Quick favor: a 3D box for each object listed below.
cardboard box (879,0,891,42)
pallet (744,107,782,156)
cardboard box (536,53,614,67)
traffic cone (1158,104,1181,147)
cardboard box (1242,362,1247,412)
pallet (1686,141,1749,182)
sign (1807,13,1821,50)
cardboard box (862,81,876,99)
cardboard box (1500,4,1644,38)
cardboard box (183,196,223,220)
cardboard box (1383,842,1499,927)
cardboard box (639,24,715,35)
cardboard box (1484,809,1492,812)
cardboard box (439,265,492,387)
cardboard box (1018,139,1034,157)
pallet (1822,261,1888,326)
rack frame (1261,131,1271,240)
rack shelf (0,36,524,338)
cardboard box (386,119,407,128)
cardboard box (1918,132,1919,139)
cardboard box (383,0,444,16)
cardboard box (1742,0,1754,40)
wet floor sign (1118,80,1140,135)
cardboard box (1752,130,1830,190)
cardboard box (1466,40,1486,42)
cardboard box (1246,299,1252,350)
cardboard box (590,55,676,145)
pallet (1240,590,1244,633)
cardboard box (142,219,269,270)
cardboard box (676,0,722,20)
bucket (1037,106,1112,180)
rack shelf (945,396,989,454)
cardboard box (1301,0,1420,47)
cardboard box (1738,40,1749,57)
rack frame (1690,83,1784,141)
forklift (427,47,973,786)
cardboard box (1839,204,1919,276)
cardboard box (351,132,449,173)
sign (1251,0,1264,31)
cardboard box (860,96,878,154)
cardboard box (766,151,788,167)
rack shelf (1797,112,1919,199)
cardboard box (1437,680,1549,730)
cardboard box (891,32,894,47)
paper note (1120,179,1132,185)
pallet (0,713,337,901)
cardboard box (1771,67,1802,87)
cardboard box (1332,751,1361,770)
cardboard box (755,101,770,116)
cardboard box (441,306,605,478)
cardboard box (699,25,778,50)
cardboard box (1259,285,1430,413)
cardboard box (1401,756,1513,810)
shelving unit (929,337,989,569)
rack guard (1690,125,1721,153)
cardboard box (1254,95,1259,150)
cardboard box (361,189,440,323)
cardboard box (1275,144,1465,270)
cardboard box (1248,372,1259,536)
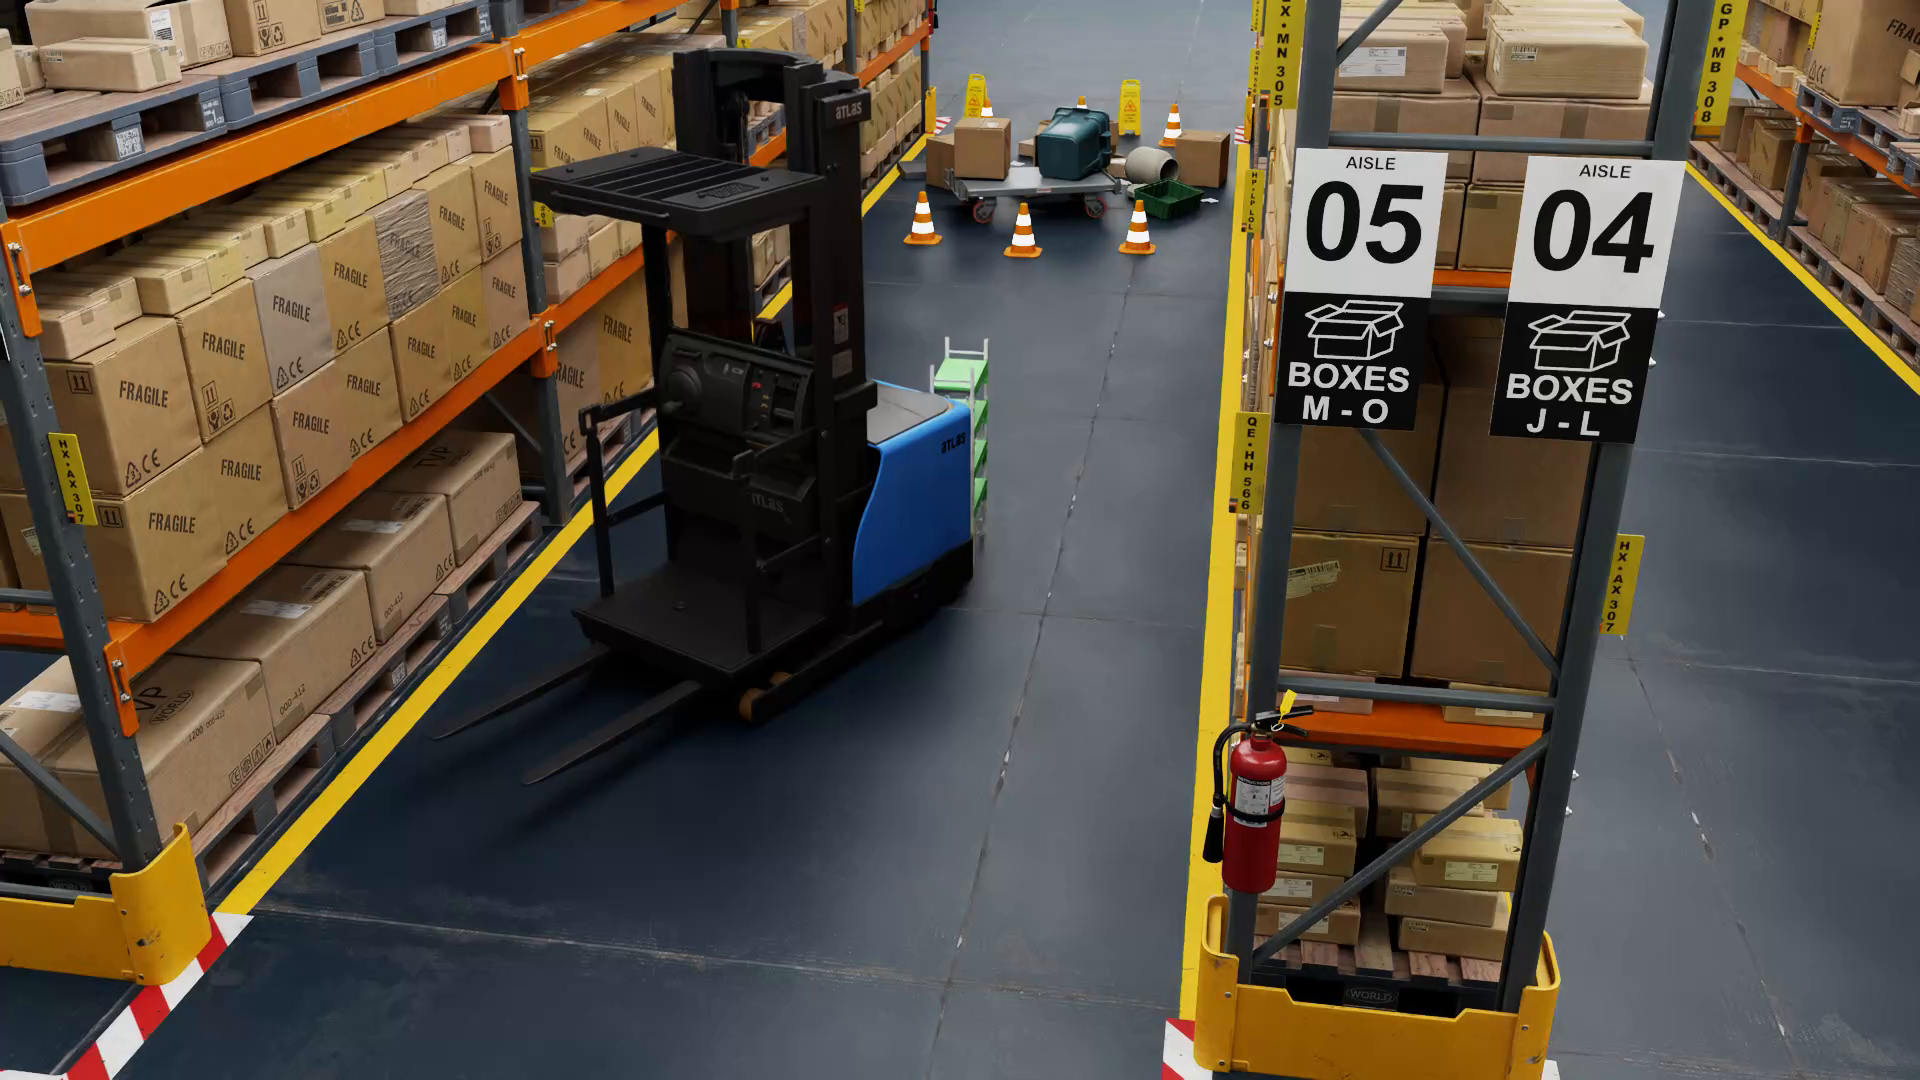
[{"bbox_3d":[-1.032,-5.597,17.701,0.500,0.500,0.500,4,25,8],"label":"cardboard box"},{"bbox_3d":[-2.175,-3.378,13.654,1.213,0.211,1.003,4,25,9],"label":"pallet"},{"bbox_3d":[-2.680,-3.044,11.419,0.500,0.500,0.500,5,25,10],"label":"cardboard box"},{"bbox_3d":[2.533,-4.932,19.740,0.336,0.463,0.334,4,25,9],"label":"traffic cone"},{"bbox_3d":[2.016,-0.785,10.342,0.500,0.500,0.500,3,25,7],"label":"cardboard box"},{"bbox_3d":[8.718,-4.186,18.445,1.003,0.211,1.213,4,25,9],"label":"pallet"},{"bbox_3d":[7.707,-4.572,14.958,0.100,0.325,0.005,4,25,9],"label":"sign"},{"bbox_3d":[-1.090,-4.687,17.322,0.380,0.149,0.250,4,25,9],"label":"cardboard box"},{"bbox_3d":[1.859,-1.544,5.088,0.380,0.149,0.250,4,25,8],"label":"cardboard box"},{"bbox_3d":[-3.417,-1.415,7.172,0.380,0.149,0.250,5,26,10],"label":"cardboard box"},{"bbox_3d":[1.745,1.252,6.053,0.380,0.149,0.250,5,26,11],"label":"cardboard box"},{"bbox_3d":[-2.313,-3.956,13.698,0.500,0.500,0.500,4,25,8],"label":"cardboard box"},{"bbox_3d":[1.953,1.073,6.788,0.380,0.149,0.250,4,25,9],"label":"cardboard box"},{"bbox_3d":[-2.743,-1.104,8.453,0.500,0.500,0.500,3,25,7],"label":"cardboard box"},{"bbox_3d":[0.900,-4.526,19.244,0.380,0.149,0.250,19,31,35],"label":"cardboard box"},{"bbox_3d":[7.921,-2.045,13.870,1.003,0.211,1.213,4,25,9],"label":"pallet"},{"bbox_3d":[2.060,-1.185,8.744,1.000,3.000,0.127,4,25,9],"label":"rack frame"},{"bbox_3d":[-3.167,-1.682,7.116,1.077,0.370,4.000,4,25,9],"label":"rack shelf"},{"bbox_3d":[-3.148,-2.164,8.772,0.380,0.149,0.250,4,25,8],"label":"cardboard box"},{"bbox_3d":[7.632,-3.177,12.386,0.700,0.500,0.500,8,26,16],"label":"cardboard box"},{"bbox_3d":[-2.672,-2.567,7.840,0.380,0.149,0.250,5,25,10],"label":"cardboard box"},{"bbox_3d":[8.817,-5.553,17.606,0.875,0.500,0.500,4,25,9],"label":"cardboard box"},{"bbox_3d":[2.072,-5.287,20.285,0.267,0.644,0.232,0,25,-1],"label":"wet floor sign"},{"bbox_3d":[8.459,-3.873,16.940,0.500,0.500,0.500,2,25,4],"label":"cardboard box"},{"bbox_3d":[1.913,-1.624,5.730,0.500,0.250,0.500,4,25,9],"label":"cardboard box"},{"bbox_3d":[2.102,-1.348,10.661,0.500,0.250,0.500,3,25,6],"label":"cardboard box"},{"bbox_3d":[-2.176,-3.000,11.325,0.500,0.500,0.500,4,25,9],"label":"cardboard box"},{"bbox_3d":[1.985,0.361,8.730,1.003,0.211,1.213,4,25,9],"label":"pallet"},{"bbox_3d":[-3.019,-1.175,6.659,0.380,0.149,0.250,4,25,9],"label":"cardboard box"},{"bbox_3d":[-2.197,-4.527,14.154,0.380,0.149,0.250,3,25,6],"label":"cardboard box"},{"bbox_3d":[1.115,-3.954,16.727,0.726,0.611,0.620,13,38,26],"label":"bucket"},{"bbox_3d":[-0.003,-0.647,9.302,0.258,0.148,0.480,4,25,9],"label":"rack shelf"},{"bbox_3d":[1.285,-1.691,5.404,0.380,0.149,0.250,4,25,9],"label":"cardboard box"},{"bbox_3d":[8.432,-5.185,17.586,0.380,0.149,0.250,4,25,9],"label":"cardboard box"},{"bbox_3d":[8.898,-5.818,18.642,1.000,3.000,0.127,4,25,9],"label":"rack frame"},{"bbox_3d":[-1.204,-0.692,7.771,1.130,2.935,3.031,17,30,32],"label":"forklift"},{"bbox_3d":[7.935,-2.525,14.036,0.700,0.500,0.500,2,25,4],"label":"cardboard box"},{"bbox_3d":[-2.777,-1.921,8.253,0.380,0.149,0.250,4,25,9],"label":"cardboard box"},{"bbox_3d":[2.819,-4.997,15.773,0.100,0.325,0.005,4,25,9],"label":"sign"},{"bbox_3d":[-1.170,-4.345,17.357,0.500,0.500,0.500,5,26,11],"label":"cardboard box"},{"bbox_3d":[-1.616,-3.613,16.534,0.950,0.372,0.625,4,25,9],"label":"cardboard box"},{"bbox_3d":[7.917,-2.983,13.434,1.077,0.370,4.000,4,25,9],"label":"rack shelf"},{"bbox_3d":[1.782,0.488,5.465,0.380,0.149,0.250,4,25,8],"label":"cardboard box"},{"bbox_3d":[-0.933,-5.470,18.193,0.380,0.149,0.250,4,25,8],"label":"cardboard box"},{"bbox_3d":[1.784,-3.878,18.008,0.172,0.023,0.155,13,28,26],"label":"paper note"},{"bbox_3d":[-3.441,1.110,7.130,1.003,0.211,1.213,4,25,9],"label":"pallet"},{"bbox_3d":[8.070,-4.459,16.033,0.380,0.149,0.250,4,25,9],"label":"cardboard box"},{"bbox_3d":[1.439,0.890,6.826,0.380,0.149,0.250,4,25,8],"label":"cardboard box"},{"bbox_3d":[-1.780,-3.586,13.673,0.380,0.149,0.250,2,25,5],"label":"cardboard box"},{"bbox_3d":[-2.818,-0.979,10.314,0.875,0.875,0.875,5,26,10],"label":"cardboard box"},{"bbox_3d":[-1.807,-3.920,13.622,0.500,0.500,0.500,5,26,11],"label":"cardboard box"},{"bbox_3d":[1.318,-0.566,5.773,0.500,0.500,0.500,3,25,7],"label":"cardboard box"},{"bbox_3d":[1.921,0.903,6.448,0.380,0.149,0.250,4,25,8],"label":"cardboard box"},{"bbox_3d":[-0.003,-0.488,9.377,0.258,1.200,0.503,4,25,9],"label":"shelving unit"},{"bbox_3d":[8.885,-4.655,19.104,1.175,0.500,0.348,4,25,9],"label":"rack guard"},{"bbox_3d":[2.605,-3.319,13.185,0.500,0.500,0.500,4,25,9],"label":"cardboard box"},{"bbox_3d":[-2.810,-1.343,7.783,0.500,0.500,0.500,4,25,9],"label":"cardboard box"},{"bbox_3d":[1.219,-1.012,5.012,0.500,0.250,0.500,3,25,7],"label":"cardboard box"},{"bbox_3d":[1.388,-0.326,6.440,0.500,0.500,0.500,4,25,9],"label":"cardboard box"}]
